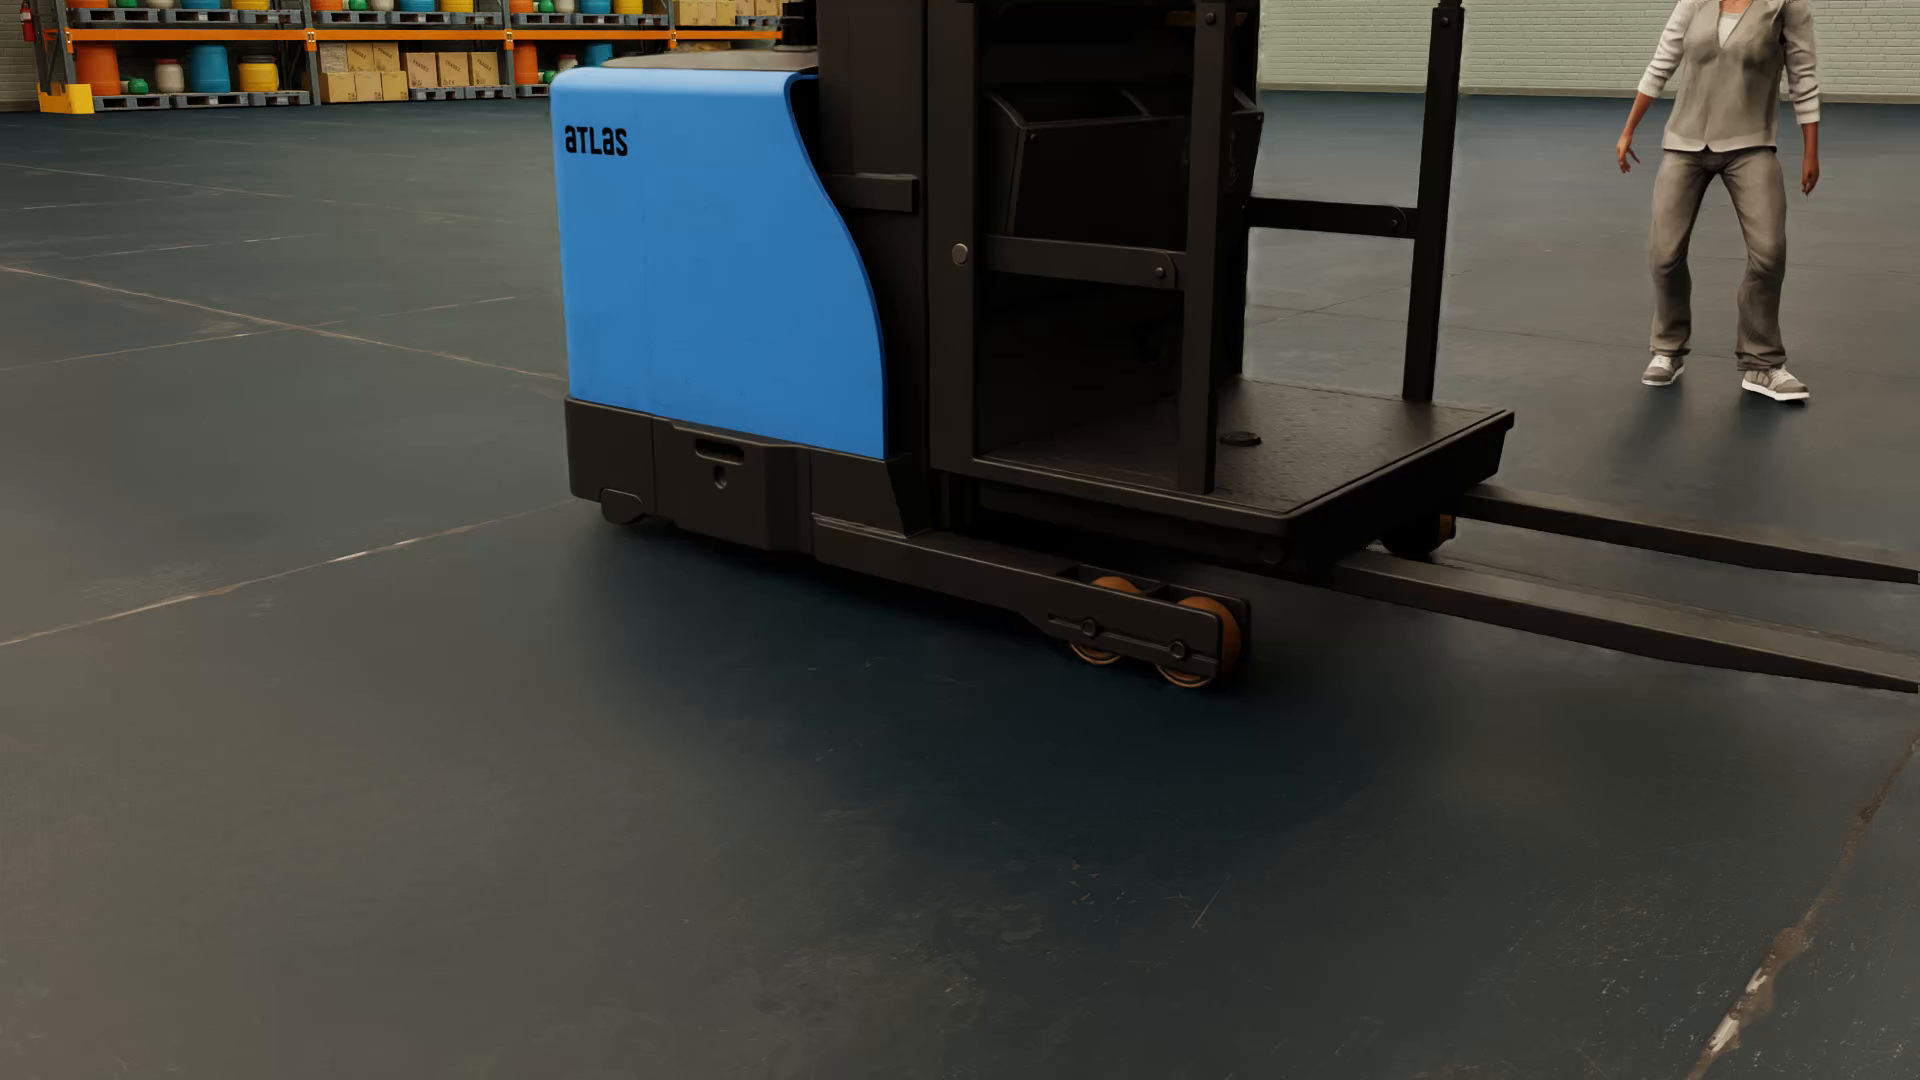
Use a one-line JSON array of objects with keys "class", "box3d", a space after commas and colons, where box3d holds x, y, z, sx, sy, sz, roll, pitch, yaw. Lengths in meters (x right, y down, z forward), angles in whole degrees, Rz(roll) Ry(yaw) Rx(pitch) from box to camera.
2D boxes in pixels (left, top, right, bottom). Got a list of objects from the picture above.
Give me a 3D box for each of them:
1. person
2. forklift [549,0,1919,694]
[{"class": "person", "box3d": [2.511, -1.250, 5.447, 0.740, 1.553, 0.403, 13, 21, 36]}, {"class": "forklift", "box3d": [0.515, -1.305, 3.196, 3.031, 2.935, 1.130, 13, 21, 36]}]
